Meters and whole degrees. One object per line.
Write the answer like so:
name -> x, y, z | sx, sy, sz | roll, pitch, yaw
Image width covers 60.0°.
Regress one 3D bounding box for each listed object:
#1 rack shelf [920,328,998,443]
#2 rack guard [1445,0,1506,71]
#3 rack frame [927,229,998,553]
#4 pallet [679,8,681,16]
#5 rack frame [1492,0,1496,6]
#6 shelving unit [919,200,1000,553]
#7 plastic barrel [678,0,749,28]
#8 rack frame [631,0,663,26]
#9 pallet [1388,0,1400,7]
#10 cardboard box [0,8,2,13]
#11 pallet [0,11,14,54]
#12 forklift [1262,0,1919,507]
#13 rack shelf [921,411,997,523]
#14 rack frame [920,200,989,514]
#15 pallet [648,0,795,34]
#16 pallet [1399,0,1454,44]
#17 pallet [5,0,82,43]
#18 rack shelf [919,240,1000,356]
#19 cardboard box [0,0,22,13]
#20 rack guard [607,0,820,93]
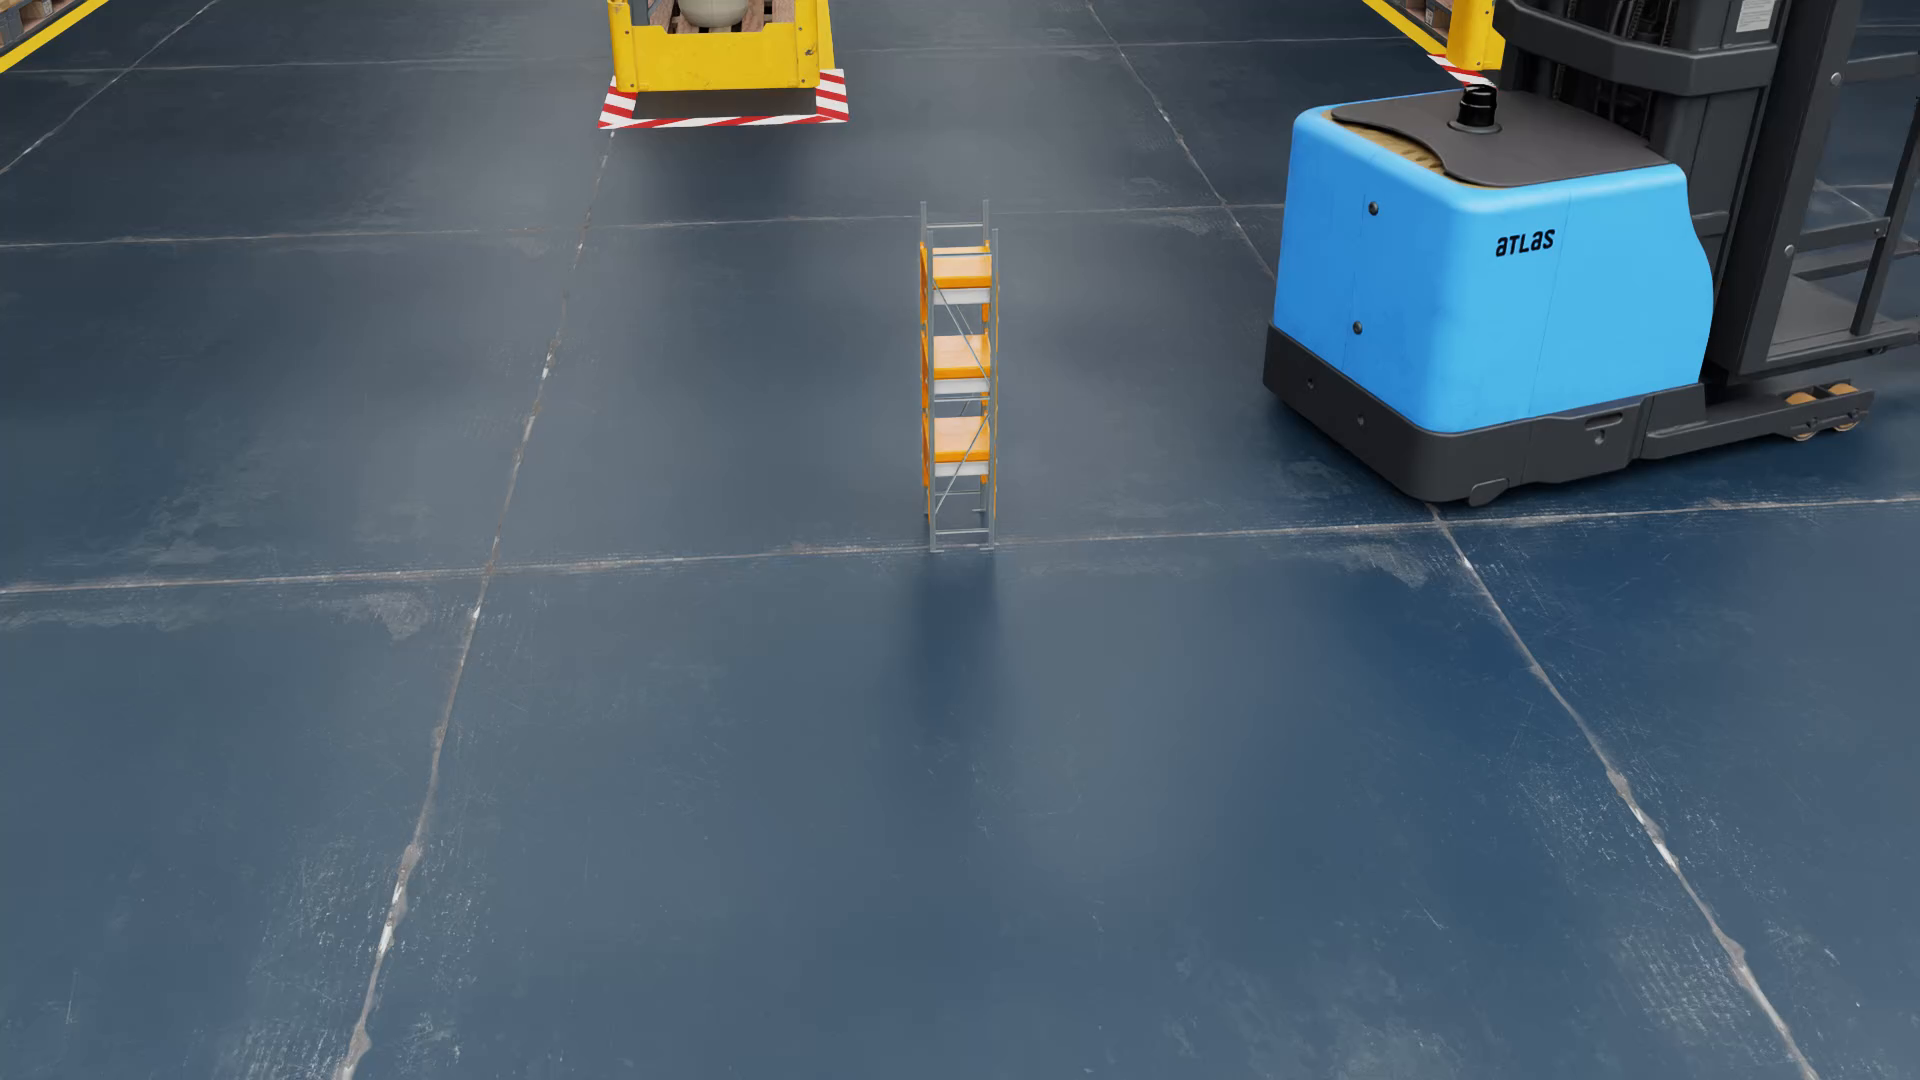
rack shelf -> -0.005, -0.469, 5.032 | 0.215, 0.259, 0.240 | -3, 31, -5
rack guard -> 3.569, -3.138, 10.016 | 1.175, 0.500, 0.348 | -3, 31, -5
rack frame -> 0.006, -0.416, 4.922 | 0.200, 1.050, 0.008 | -3, 31, -5
pallet -> -1.591, -3.811, 11.424 | 1.003, 0.211, 1.213 | -3, 31, -5
rack frame -> 3.576, -4.172, 9.310 | 1.000, 3.000, 0.127 | -3, 31, -5
shelving unit -> -0.005, -0.478, 5.027 | 0.215, 1.050, 0.252 | -3, 31, -5
plastic barrel -> -1.493, -3.379, 9.999 | 0.421, 0.512, 0.421 | 0, 31, 0
rack frame -> -1.356, -3.935, 8.912 | 1.000, 3.000, 0.127 | -3, 31, -5
pallet -> 3.417, -4.052, 11.827 | 1.003, 0.211, 1.213 | -3, 31, -5
cardboard box -> -6.167, -3.239, 10.019 | 0.500, 0.250, 0.500 | -3, 31, -5
pallet -> -6.401, -2.891, 9.884 | 1.003, 0.211, 1.213 | -3, 31, -5
forklift -> 2.672, -1.843, 5.478 | 3.031, 2.935, 1.130 | -12, 33, -19
rack shelf -> -0.005, -0.230, 5.174 | 0.215, 0.259, 0.240 | -3, 31, -5
rack frame -> -0.016, -0.540, 5.131 | 0.200, 1.050, 0.008 | -3, 31, -5
pallet -> -1.480, -3.189, 10.383 | 1.003, 0.211, 1.213 | -3, 31, -5
pallet -> 3.528, -3.430, 10.787 | 1.003, 0.211, 1.213 | -3, 31, -5
pallet -> -6.512, -3.512, 10.924 | 1.003, 0.211, 1.213 | -3, 31, -5
rack shelf -> -0.005, -0.713, 4.886 | 0.215, 0.259, 0.240 | -3, 31, -5
cardboard box -> -6.213, -3.494, 10.446 | 0.500, 0.250, 0.500 | -3, 31, -5
rack guard -> -1.410, -2.898, 9.614 | 1.175, 0.500, 0.348 | -3, 31, -5
